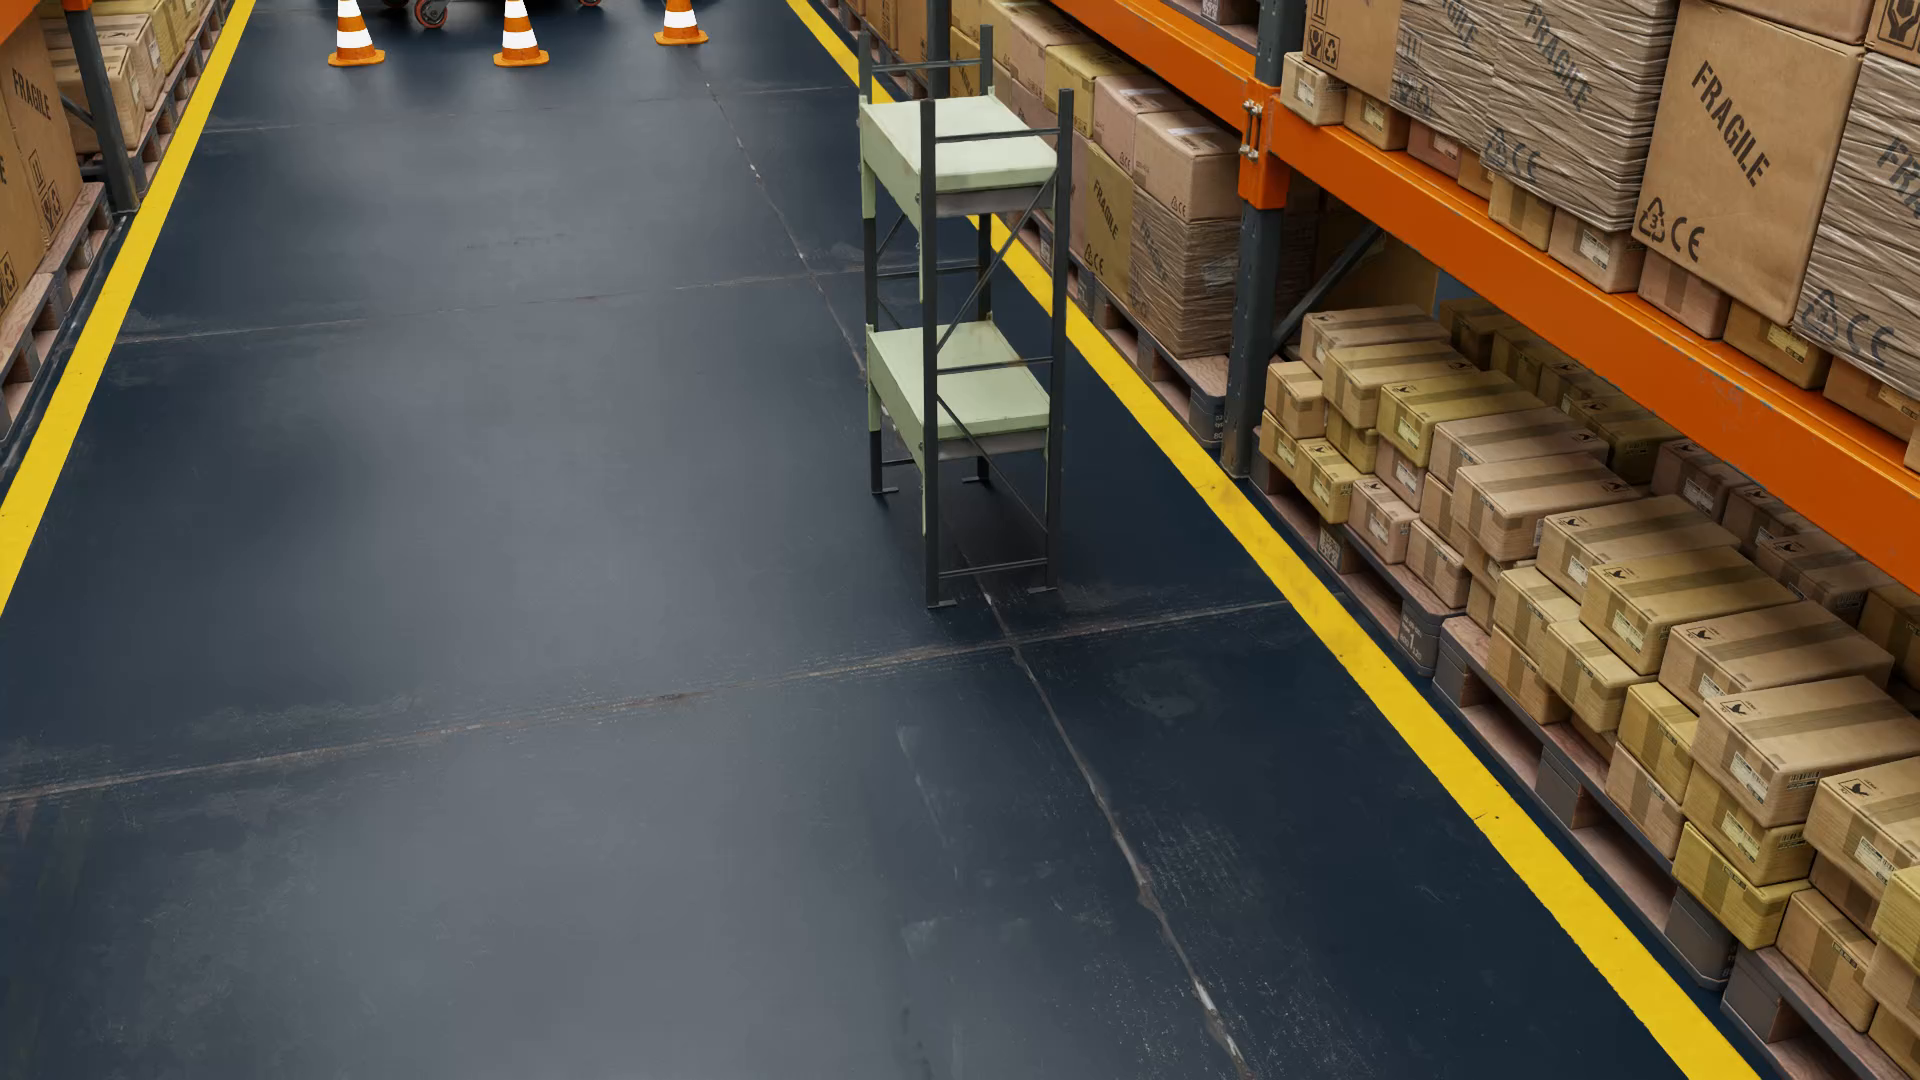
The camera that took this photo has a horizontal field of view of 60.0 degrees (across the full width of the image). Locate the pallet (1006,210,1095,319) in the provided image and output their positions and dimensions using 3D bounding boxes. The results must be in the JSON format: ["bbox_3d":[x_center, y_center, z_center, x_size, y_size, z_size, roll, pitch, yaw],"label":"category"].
[{"bbox_3d":[0.849,-1.348,7.369,1.003,0.211,1.213,-8,31,-13],"label":"pallet"}]

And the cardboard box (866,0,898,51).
[{"bbox_3d":[0.013,-3.457,10.054,1.050,0.750,0.750,-7,31,-13],"label":"cardboard box"}]

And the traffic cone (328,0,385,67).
[{"bbox_3d":[-3.805,-3.235,10.377,0.336,0.463,0.334,-8,31,-13],"label":"traffic cone"}]

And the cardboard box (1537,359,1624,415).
[{"bbox_3d":[1.909,-0.420,4.814,0.380,0.149,0.250,-8,31,-14],"label":"cardboard box"}]

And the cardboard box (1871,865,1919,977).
[{"bbox_3d":[1.859,0.678,2.916,0.380,0.149,0.250,-9,31,-14],"label":"cardboard box"}]

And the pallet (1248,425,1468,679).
[{"bbox_3d":[1.597,-0.062,5.147,1.003,0.211,1.213,-8,31,-13],"label":"pallet"}]

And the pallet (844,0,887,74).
[{"bbox_3d":[-0.134,-3.293,10.728,1.003,0.211,1.213,-8,31,-13],"label":"pallet"}]

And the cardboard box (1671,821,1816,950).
[{"bbox_3d":[1.746,0.686,3.496,0.380,0.149,0.250,-9,31,-15],"label":"cardboard box"}]

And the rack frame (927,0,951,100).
[{"bbox_3d":[0.323,-3.521,8.339,1.000,3.000,0.127,-8,31,-13],"label":"rack frame"}]

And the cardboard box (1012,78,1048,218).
[{"bbox_3d":[0.542,-1.756,7.365,0.500,0.500,0.500,-9,31,-15],"label":"cardboard box"}]

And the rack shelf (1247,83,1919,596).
[{"bbox_3d":[1.916,-0.312,3.512,1.077,0.370,4.000,-8,31,-13],"label":"rack shelf"}]

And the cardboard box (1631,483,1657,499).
[{"bbox_3d":[2.005,-0.045,4.463,0.380,0.149,0.250,-7,31,-12],"label":"cardboard box"}]

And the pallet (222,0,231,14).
[{"bbox_3d":[-5.697,-3.859,11.706,1.003,0.211,1.213,-8,31,-13],"label":"pallet"}]

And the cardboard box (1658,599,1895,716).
[{"bbox_3d":[1.763,0.281,3.604,0.380,0.149,0.250,-9,31,-15],"label":"cardboard box"}]

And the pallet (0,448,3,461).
[{"bbox_3d":[-3.638,-0.038,5.104,1.003,0.211,1.213,-8,31,-13],"label":"pallet"}]

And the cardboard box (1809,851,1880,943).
[{"bbox_3d":[1.919,0.655,3.253,0.380,0.149,0.250,-8,31,-14],"label":"cardboard box"}]

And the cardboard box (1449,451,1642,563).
[{"bbox_3d":[1.487,-0.087,4.239,0.380,0.149,0.250,-7,31,-12],"label":"cardboard box"}]

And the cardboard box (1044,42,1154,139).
[{"bbox_3d":[0.666,-1.843,6.767,0.500,0.250,0.500,-9,31,-15],"label":"cardboard box"}]

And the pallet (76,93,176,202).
[{"bbox_3d":[-4.629,-1.985,8.468,1.003,0.211,1.213,-8,31,-13],"label":"pallet"}]

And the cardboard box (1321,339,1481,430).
[{"bbox_3d":[1.292,-0.459,4.882,0.380,0.149,0.250,-6,31,-11],"label":"cardboard box"}]

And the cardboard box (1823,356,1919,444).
[{"bbox_3d":[1.830,-0.302,3.028,0.380,0.149,0.250,-9,31,-15],"label":"cardboard box"}]

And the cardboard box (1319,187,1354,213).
[{"bbox_3d":[1.443,-1.405,6.011,0.500,0.250,0.500,-9,31,-15],"label":"cardboard box"}]

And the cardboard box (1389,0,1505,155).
[{"bbox_3d":[1.411,-1.250,4.019,0.500,0.500,0.500,-8,31,-13],"label":"cardboard box"}]

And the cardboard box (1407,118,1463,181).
[{"bbox_3d":[1.406,-1.063,4.343,0.380,0.149,0.250,-9,31,-15],"label":"cardboard box"}]

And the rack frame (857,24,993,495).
[{"bbox_3d":[-0.099,-0.829,5.185,0.400,1.500,0.023,-8,31,-13],"label":"rack frame"}]

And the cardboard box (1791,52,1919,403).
[{"bbox_3d":[1.803,-0.505,2.731,0.500,0.500,0.500,-8,31,-13],"label":"cardboard box"}]

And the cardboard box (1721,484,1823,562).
[{"bbox_3d":[2.147,-0.037,4.152,0.380,0.149,0.250,-9,31,-15],"label":"cardboard box"}]

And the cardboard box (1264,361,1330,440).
[{"bbox_3d":[1.172,-0.448,5.159,0.380,0.149,0.250,-6,31,-11],"label":"cardboard box"}]

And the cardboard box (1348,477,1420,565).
[{"bbox_3d":[1.358,-0.077,4.815,0.380,0.149,0.250,-8,31,-14],"label":"cardboard box"}]

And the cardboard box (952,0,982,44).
[{"bbox_3d":[0.273,-2.580,8.041,0.500,0.250,0.500,-9,31,-16],"label":"cardboard box"}]

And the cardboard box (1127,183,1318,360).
[{"bbox_3d":[0.945,-1.013,6.082,0.500,0.500,0.500,-8,31,-14],"label":"cardboard box"}]

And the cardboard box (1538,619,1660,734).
[{"bbox_3d":[1.592,0.295,3.876,0.380,0.149,0.250,-8,31,-13],"label":"cardboard box"}]

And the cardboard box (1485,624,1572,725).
[{"bbox_3d":[1.555,0.303,4.159,0.380,0.149,0.250,-9,31,-15],"label":"cardboard box"}]

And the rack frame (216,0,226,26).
[{"bbox_3d":[-5.484,-4.746,10.455,1.000,3.000,0.127,-8,31,-13],"label":"rack frame"}]

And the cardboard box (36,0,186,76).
[{"bbox_3d":[-4.962,-2.855,9.392,0.950,0.372,0.625,-7,31,-12],"label":"cardboard box"}]

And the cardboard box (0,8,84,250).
[{"bbox_3d":[-4.319,-1.731,6.949,0.875,0.875,0.875,-8,31,-14],"label":"cardboard box"}]

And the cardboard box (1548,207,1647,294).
[{"bbox_3d":[1.541,-0.670,3.665,0.380,0.149,0.250,-7,31,-11],"label":"cardboard box"}]

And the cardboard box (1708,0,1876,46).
[{"bbox_3d":[1.661,-1.199,2.933,0.500,0.500,0.500,-9,31,-15],"label":"cardboard box"}]

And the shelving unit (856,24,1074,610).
[{"bbox_3d":[-0.002,-0.652,4.880,0.431,1.500,0.755,-8,31,-13],"label":"shelving unit"}]

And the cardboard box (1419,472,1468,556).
[{"bbox_3d":[1.494,-0.094,4.548,0.380,0.149,0.250,-9,31,-16],"label":"cardboard box"}]
